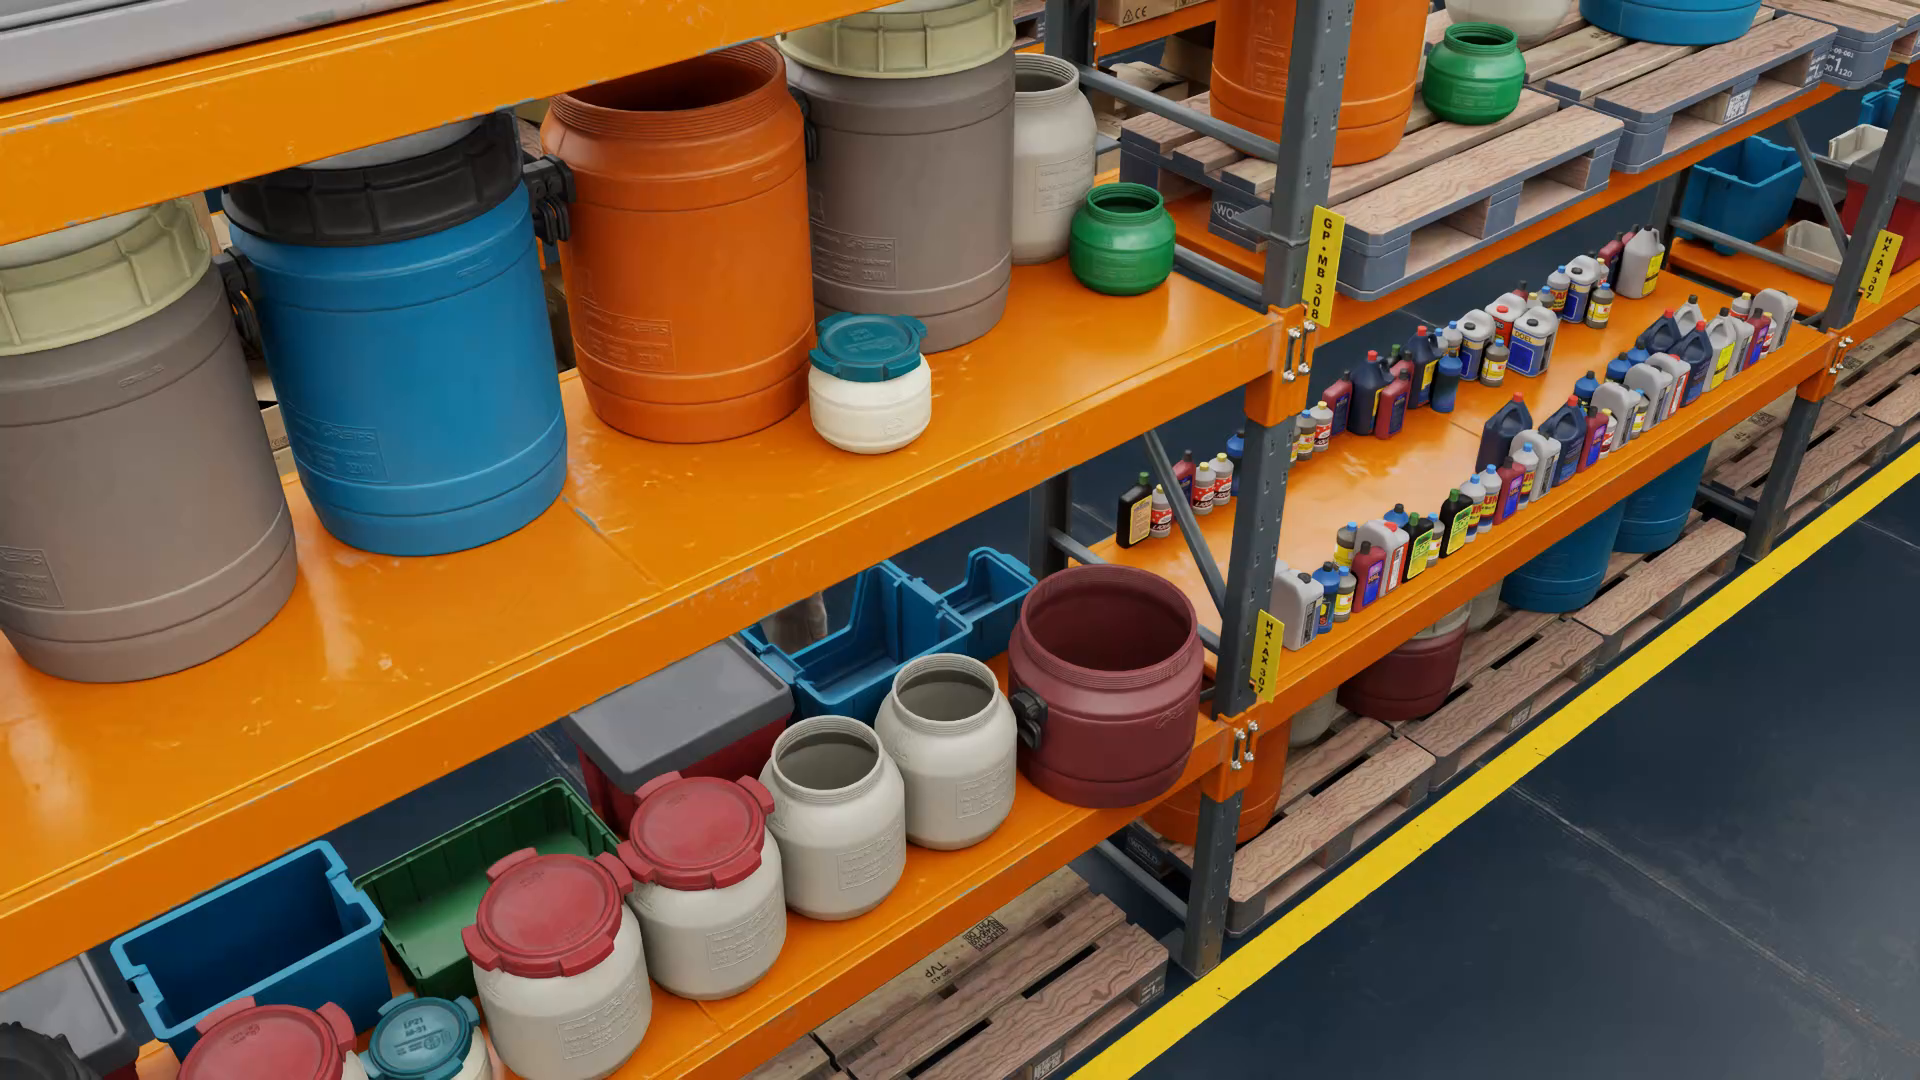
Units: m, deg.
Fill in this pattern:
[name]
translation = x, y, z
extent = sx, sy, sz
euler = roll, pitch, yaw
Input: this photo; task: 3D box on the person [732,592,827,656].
[person]
translation = -0.748, 0.419, 6.525
extent = 0.480, 1.539, 0.824
euler = 11, 38, 14
